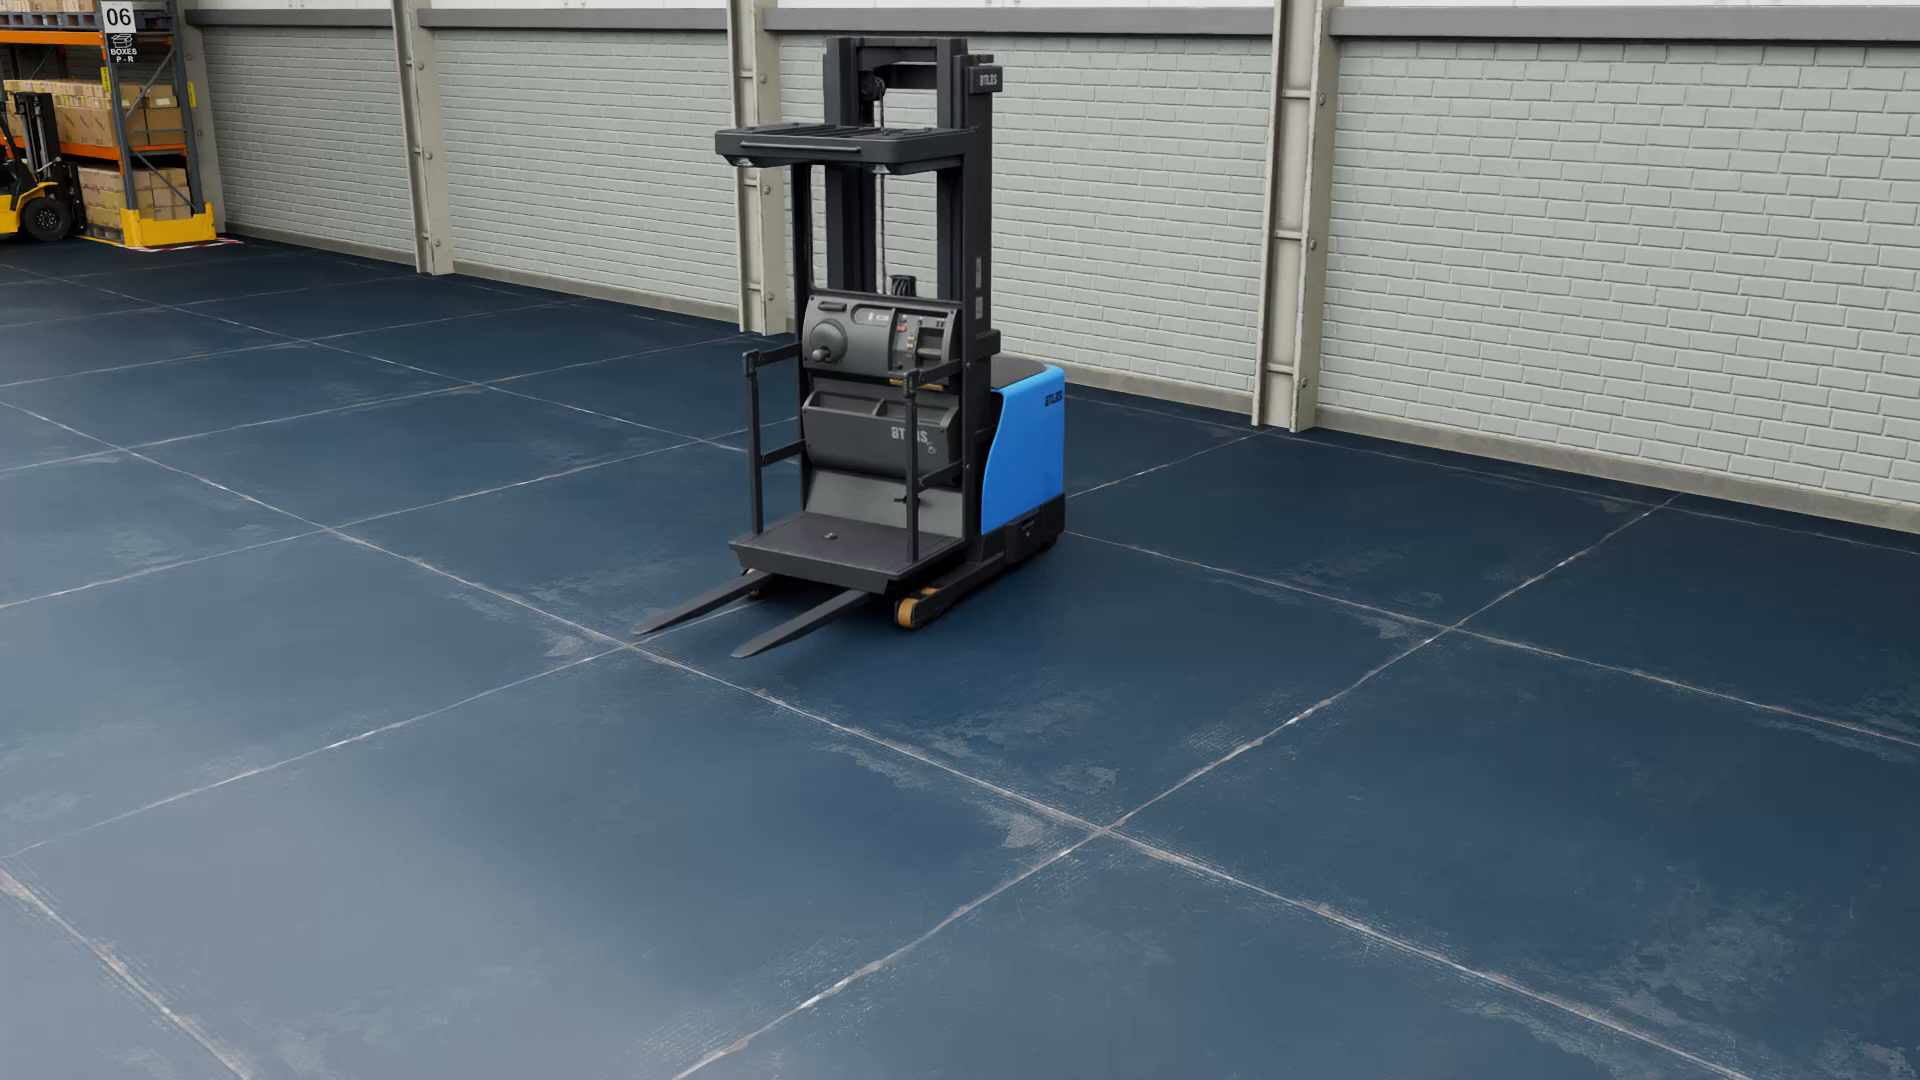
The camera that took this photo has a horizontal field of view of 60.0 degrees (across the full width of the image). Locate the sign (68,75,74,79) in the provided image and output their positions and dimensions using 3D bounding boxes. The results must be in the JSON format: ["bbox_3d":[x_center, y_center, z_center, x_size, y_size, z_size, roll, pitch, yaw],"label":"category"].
[{"bbox_3d":[-13.649,-6.974,25.564,0.005,0.325,0.100,15,23,39],"label":"sign"}]

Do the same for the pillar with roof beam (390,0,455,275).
[{"bbox_3d":[-9.317,-6.619,16.090,0.400,9.000,9.100,15,23,39],"label":"pillar with roof beam"}]

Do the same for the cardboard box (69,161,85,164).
[{"bbox_3d":[-13.107,-5.393,24.345,0.500,0.250,0.500,16,24,41],"label":"cardboard box"}]

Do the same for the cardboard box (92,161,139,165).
[{"bbox_3d":[-12.380,-5.406,24.387,0.500,0.250,0.500,14,23,38],"label":"cardboard box"}]

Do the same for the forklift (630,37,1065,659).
[{"bbox_3d":[-0.540,-1.088,8.694,1.130,2.935,3.031,10,20,28],"label":"forklift"}]

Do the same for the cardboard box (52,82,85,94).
[{"bbox_3d":[-12.760,-6.478,23.836,0.250,0.149,0.380,15,23,39],"label":"cardboard box"}]

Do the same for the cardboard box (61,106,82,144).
[{"bbox_3d":[-12.332,-5.890,23.548,0.500,0.500,0.500,14,23,38],"label":"cardboard box"}]

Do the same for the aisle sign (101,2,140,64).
[{"bbox_3d":[-11.170,-6.754,22.136,0.004,0.787,0.394,15,23,39],"label":"aisle sign"}]

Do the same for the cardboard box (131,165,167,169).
[{"bbox_3d":[-11.634,-5.199,23.734,0.500,0.250,0.500,15,23,39],"label":"cardboard box"}]

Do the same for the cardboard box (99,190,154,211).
[{"bbox_3d":[-11.596,-4.749,23.142,0.500,0.250,0.500,15,23,39],"label":"cardboard box"}]

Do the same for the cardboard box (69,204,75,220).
[{"bbox_3d":[-12.723,-4.810,24.161,0.500,0.250,0.500,16,24,41],"label":"cardboard box"}]

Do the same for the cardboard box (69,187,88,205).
[{"bbox_3d":[-12.364,-4.951,23.778,0.500,0.250,0.500,14,23,38],"label":"cardboard box"}]

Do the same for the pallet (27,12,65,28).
[{"bbox_3d":[-12.453,-7.374,23.577,1.213,0.211,1.003,15,23,39],"label":"pallet"}]

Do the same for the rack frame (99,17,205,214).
[{"bbox_3d":[-11.024,-5.594,22.780,0.127,3.000,1.000,15,23,39],"label":"rack frame"}]

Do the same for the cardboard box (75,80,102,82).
[{"bbox_3d":[-12.800,-6.698,24.527,0.250,0.149,0.380,15,23,38],"label":"cardboard box"}]

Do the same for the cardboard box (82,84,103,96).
[{"bbox_3d":[-11.988,-6.273,23.189,0.250,0.149,0.380,15,23,40],"label":"cardboard box"}]

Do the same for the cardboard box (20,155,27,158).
[{"bbox_3d":[-15.553,-5.876,26.899,0.625,0.625,0.875,14,22,37],"label":"cardboard box"}]

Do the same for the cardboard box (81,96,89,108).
[{"bbox_3d":[-12.012,-6.120,23.199,0.250,0.149,0.380,15,23,39],"label":"cardboard box"}]

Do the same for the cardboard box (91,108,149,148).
[{"bbox_3d":[-11.567,-5.681,22.889,0.500,0.500,0.500,14,23,38],"label":"cardboard box"}]

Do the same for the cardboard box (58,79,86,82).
[{"bbox_3d":[-13.210,-6.790,24.819,0.250,0.149,0.380,15,23,39],"label":"cardboard box"}]

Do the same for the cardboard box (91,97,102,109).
[{"bbox_3d":[-11.681,-6.002,22.827,0.250,0.149,0.380,16,23,40],"label":"cardboard box"}]

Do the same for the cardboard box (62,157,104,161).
[{"bbox_3d":[-13.131,-5.610,25.028,0.500,0.250,0.500,15,23,38],"label":"cardboard box"}]

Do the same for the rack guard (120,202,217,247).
[{"bbox_3d":[-11.006,-4.398,23.143,0.348,0.500,1.175,15,23,39],"label":"rack guard"}]

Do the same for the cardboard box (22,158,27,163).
[{"bbox_3d":[-13.863,-5.595,24.982,0.500,0.250,0.500,15,23,38],"label":"cardboard box"}]

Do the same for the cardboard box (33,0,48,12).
[{"bbox_3d":[-12.629,-7.709,23.455,0.637,0.503,0.797,16,24,41],"label":"cardboard box"}]

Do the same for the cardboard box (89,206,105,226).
[{"bbox_3d":[-11.951,-4.609,23.526,0.500,0.250,0.500,15,23,39],"label":"cardboard box"}]

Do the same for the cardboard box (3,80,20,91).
[{"bbox_3d":[-13.975,-6.765,24.739,0.250,0.149,0.380,16,23,40],"label":"cardboard box"}]

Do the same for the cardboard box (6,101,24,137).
[{"bbox_3d":[-13.858,-6.297,24.829,0.500,0.500,0.500,14,22,38],"label":"cardboard box"}]

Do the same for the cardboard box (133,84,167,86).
[{"bbox_3d":[-11.291,-6.276,23.199,0.250,0.149,0.380,16,24,41],"label":"cardboard box"}]

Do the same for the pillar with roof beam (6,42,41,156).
[{"bbox_3d":[-18.292,-9.028,23.682,0.400,9.000,9.100,15,23,39],"label":"pillar with roof beam"}]

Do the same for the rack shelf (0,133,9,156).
[{"bbox_3d":[-15.512,-6.456,26.685,4.000,0.370,1.077,15,23,39],"label":"rack shelf"}]

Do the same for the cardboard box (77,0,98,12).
[{"bbox_3d":[-11.517,-7.353,22.339,0.500,0.500,0.500,16,24,41],"label":"cardboard box"}]

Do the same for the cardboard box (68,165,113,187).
[{"bbox_3d":[-12.346,-5.182,23.681,0.500,0.250,0.500,15,23,40],"label":"cardboard box"}]

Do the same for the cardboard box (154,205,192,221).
[{"bbox_3d":[-11.262,-4.627,23.582,0.500,0.250,0.500,15,23,39],"label":"cardboard box"}]

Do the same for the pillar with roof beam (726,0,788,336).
[{"bbox_3d":[-4.829,-5.414,12.294,0.400,9.000,9.100,15,23,39],"label":"pillar with roof beam"}]

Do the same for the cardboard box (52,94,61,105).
[{"bbox_3d":[-12.809,-6.316,23.816,0.250,0.149,0.380,14,23,38],"label":"cardboard box"}]

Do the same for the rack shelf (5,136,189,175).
[{"bbox_3d":[-12.520,-5.653,24.154,4.000,0.370,1.077,15,23,39],"label":"rack shelf"}]

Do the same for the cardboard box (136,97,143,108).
[{"bbox_3d":[-11.333,-6.113,23.177,0.250,0.149,0.380,15,23,39],"label":"cardboard box"}]

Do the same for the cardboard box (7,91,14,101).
[{"bbox_3d":[-13.952,-6.631,24.808,0.250,0.149,0.380,15,23,38],"label":"cardboard box"}]

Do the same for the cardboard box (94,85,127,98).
[{"bbox_3d":[-11.637,-6.159,22.832,0.250,0.149,0.380,15,23,39],"label":"cardboard box"}]

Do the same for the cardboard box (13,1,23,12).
[{"bbox_3d":[-13.307,-7.642,23.829,0.250,0.149,0.380,16,24,41],"label":"cardboard box"}]

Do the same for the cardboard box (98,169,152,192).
[{"bbox_3d":[-11.576,-4.982,23.050,0.500,0.250,0.500,16,24,41],"label":"cardboard box"}]

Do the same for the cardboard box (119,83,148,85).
[{"bbox_3d":[-11.689,-6.372,23.500,0.250,0.149,0.380,15,23,40],"label":"cardboard box"}]

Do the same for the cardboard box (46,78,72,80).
[{"bbox_3d":[-13.577,-6.900,25.166,0.250,0.149,0.380,15,23,39],"label":"cardboard box"}]

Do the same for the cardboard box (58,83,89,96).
[{"bbox_3d":[-12.453,-6.351,23.434,0.250,0.149,0.380,16,23,40],"label":"cardboard box"}]

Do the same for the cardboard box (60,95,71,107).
[{"bbox_3d":[-12.445,-6.209,23.480,0.250,0.149,0.380,15,23,40],"label":"cardboard box"}]

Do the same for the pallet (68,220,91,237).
[{"bbox_3d":[-12.533,-4.654,24.428,1.213,0.211,1.003,15,23,39],"label":"pallet"}]

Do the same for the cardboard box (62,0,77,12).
[{"bbox_3d":[-12.035,-7.356,22.736,0.258,0.266,0.396,15,23,39],"label":"cardboard box"}]

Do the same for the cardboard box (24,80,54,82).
[{"bbox_3d":[-13.523,-6.684,24.483,0.250,0.149,0.380,14,23,38],"label":"cardboard box"}]

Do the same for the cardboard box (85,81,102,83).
[{"bbox_3d":[-12.472,-6.578,24.150,0.250,0.149,0.380,16,24,41],"label":"cardboard box"}]

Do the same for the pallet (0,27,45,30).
[{"bbox_3d":[-14.685,-7.910,25.435,1.217,0.209,0.805,14,22,37],"label":"pallet"}]

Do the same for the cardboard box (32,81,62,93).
[{"bbox_3d":[-13.186,-6.563,24.102,0.250,0.149,0.380,15,23,38],"label":"cardboard box"}]
